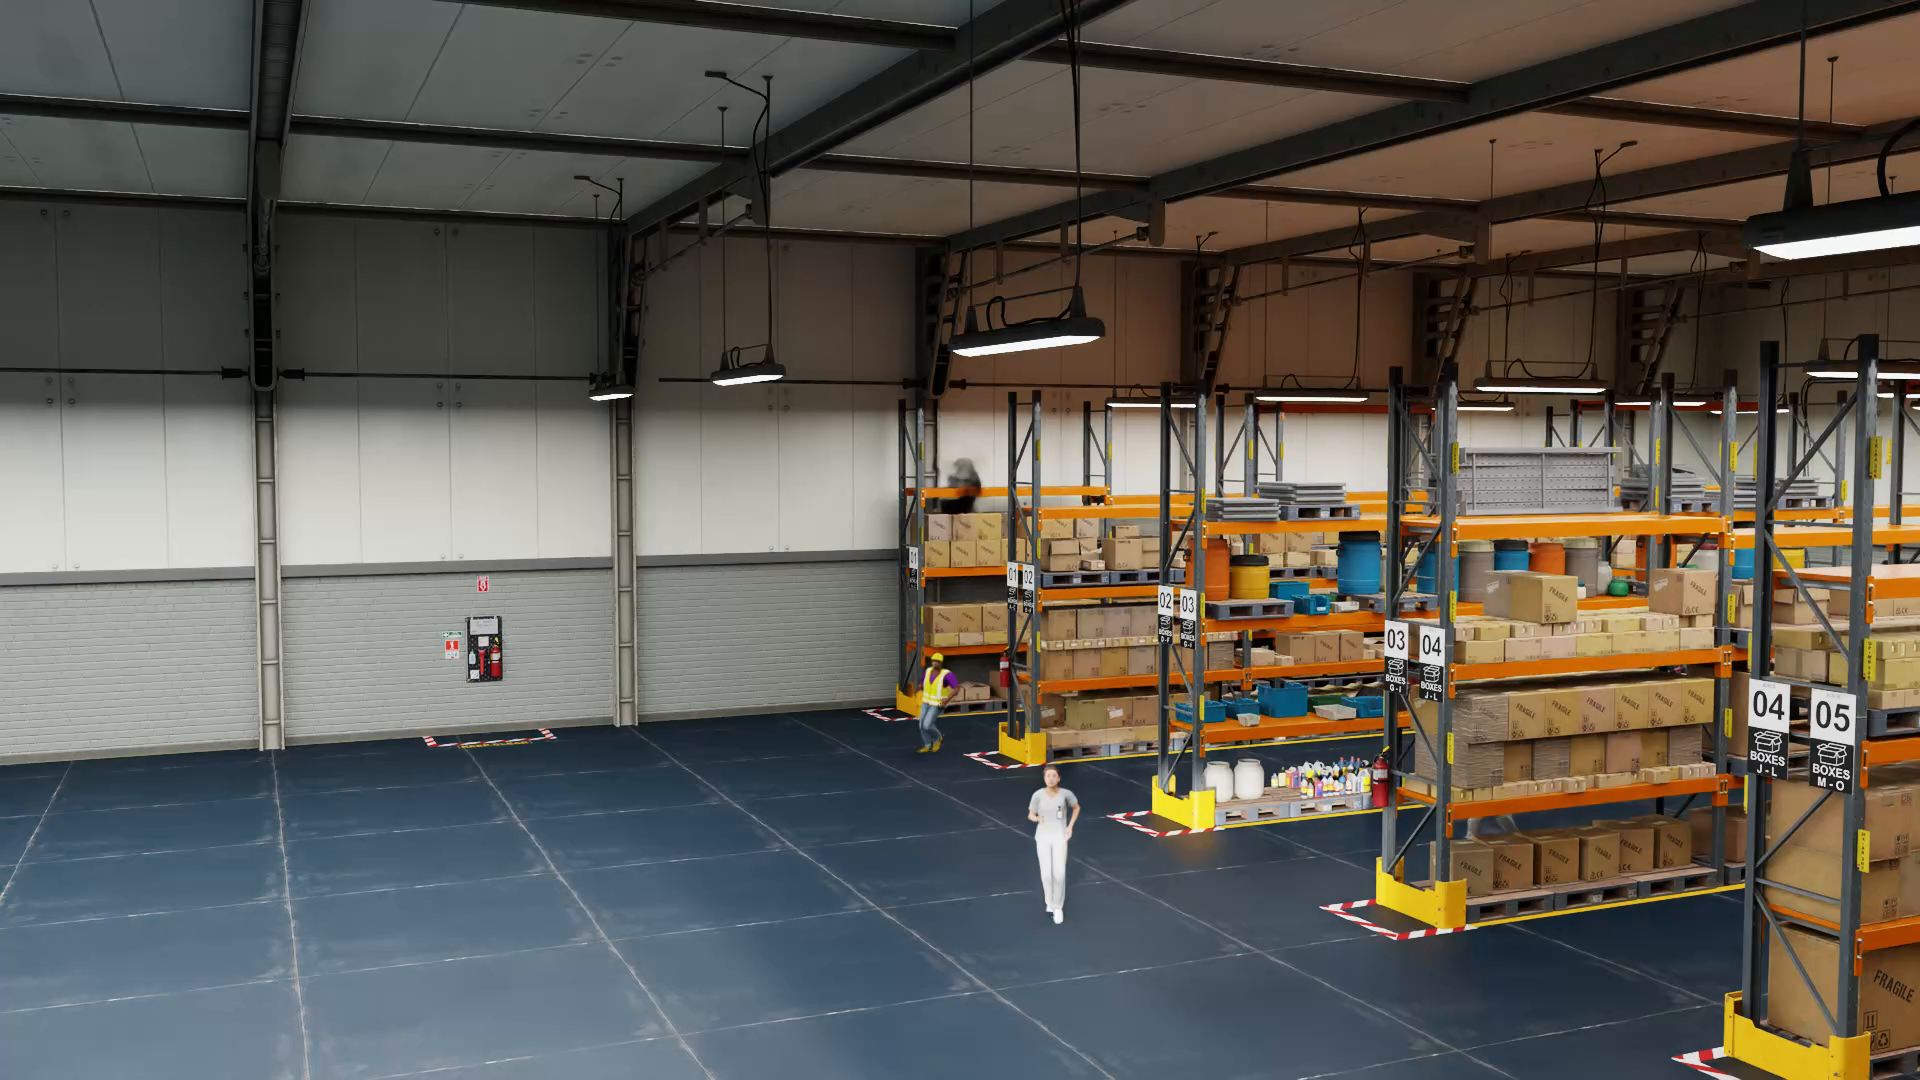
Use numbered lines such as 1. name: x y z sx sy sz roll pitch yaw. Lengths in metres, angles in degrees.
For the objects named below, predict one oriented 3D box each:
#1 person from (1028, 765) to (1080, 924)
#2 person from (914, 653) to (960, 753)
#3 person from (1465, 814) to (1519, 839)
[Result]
1. person: 1.004 3.281 17.976 0.545 1.695 0.662 1 3 9
2. person: -0.439 2.699 27.444 0.701 1.687 0.562 3 4 38
3. person: 6.602 3.101 20.711 0.900 1.678 0.598 -2 4 -33
